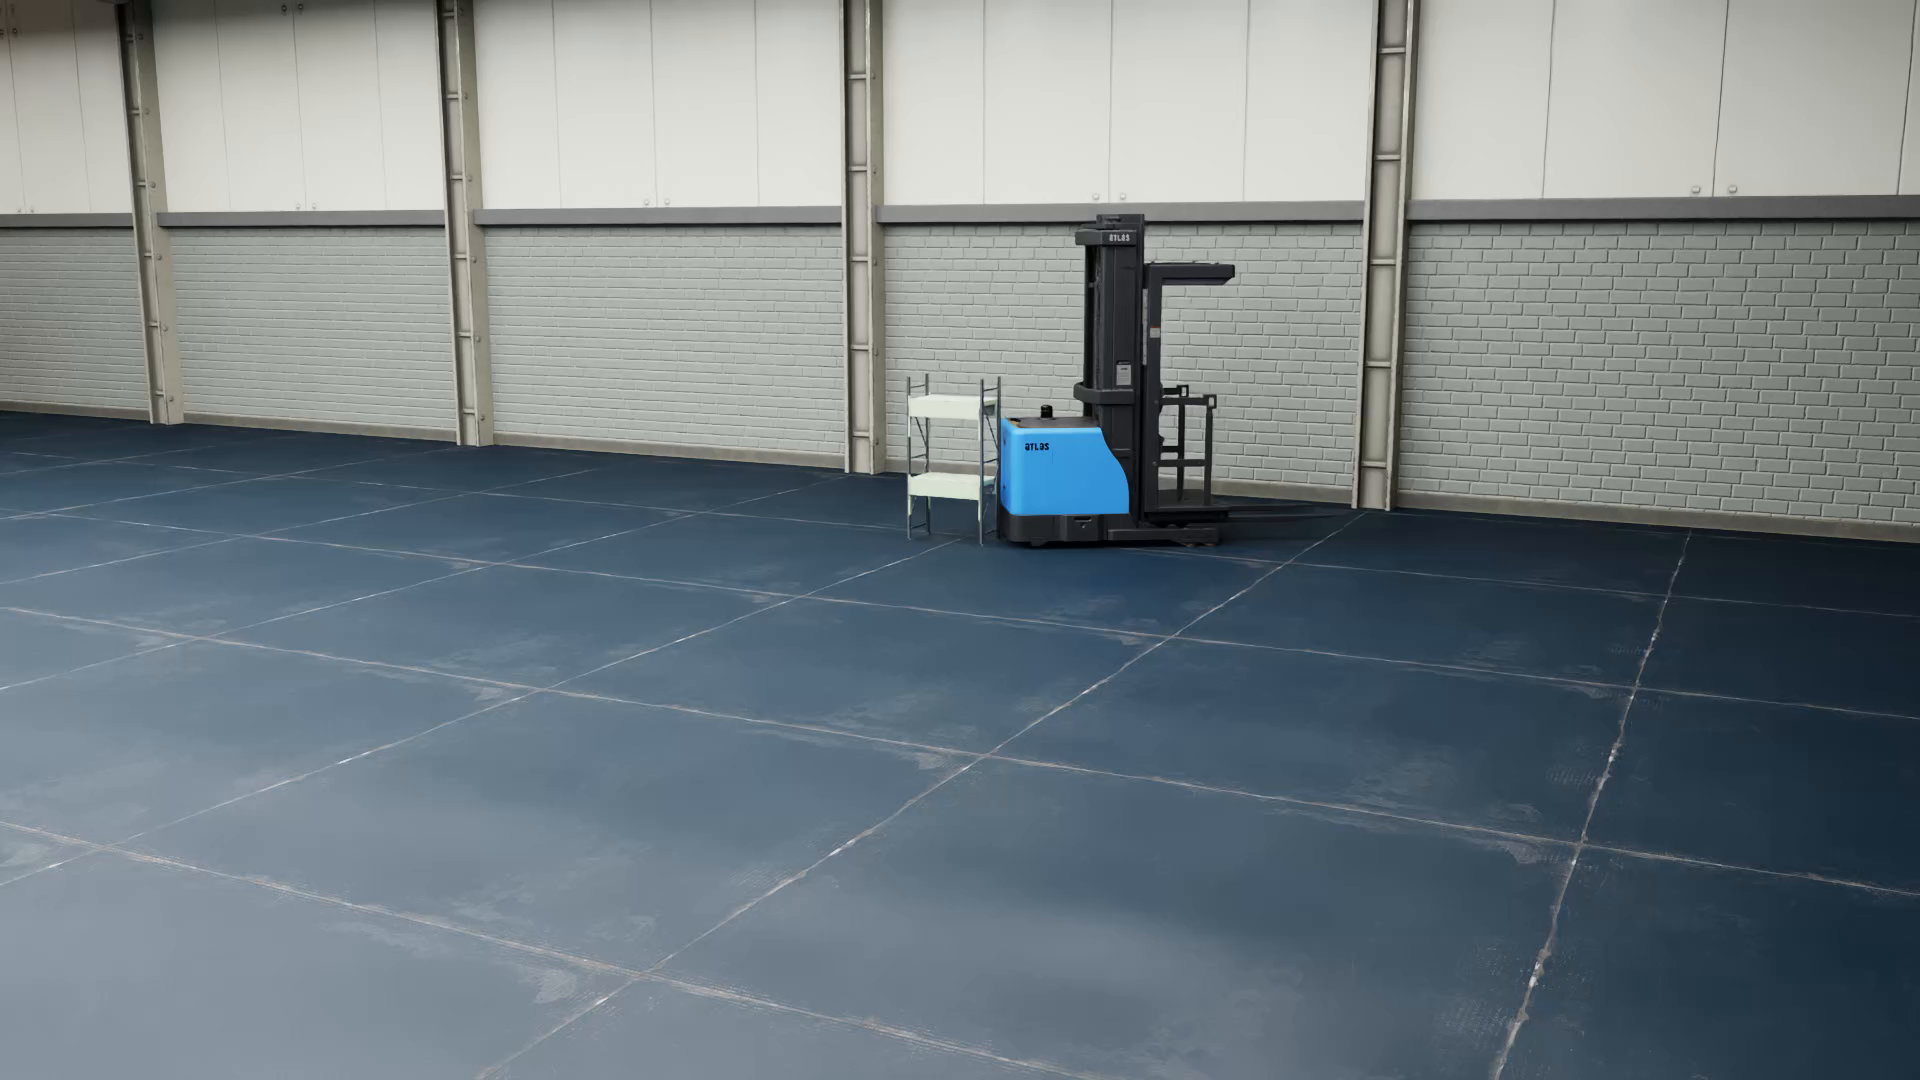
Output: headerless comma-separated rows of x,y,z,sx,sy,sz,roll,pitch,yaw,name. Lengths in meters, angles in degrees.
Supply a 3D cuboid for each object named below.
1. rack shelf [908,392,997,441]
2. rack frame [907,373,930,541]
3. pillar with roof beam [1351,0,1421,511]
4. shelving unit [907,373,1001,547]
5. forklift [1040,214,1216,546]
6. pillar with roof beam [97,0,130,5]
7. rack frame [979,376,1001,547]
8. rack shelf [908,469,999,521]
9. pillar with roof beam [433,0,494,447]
-0.054,-1.120,15.038,0.720,0.370,0.431,5,11,26,rack shelf
-0.382,-0.765,15.268,0.023,1.500,0.400,5,11,26,rack frame
2.356,-4.077,12.512,0.400,9.000,9.100,5,11,26,pillar with roof beam
-0.054,-0.736,15.108,0.755,1.500,0.431,5,11,26,shelving unit
1.897,-1.475,15.169,3.031,2.935,1.121,-1,10,-7,forklift
-13.871,-8.424,19.645,0.548,2.987,8.718,5,11,26,pillar with roof beam
0.274,-0.707,14.947,0.023,1.500,0.400,5,11,26,rack frame
-0.054,-0.416,15.166,0.720,0.370,0.431,5,11,26,rack shelf
-8.406,-5.023,17.736,0.400,9.000,9.100,5,11,26,pillar with roof beam
